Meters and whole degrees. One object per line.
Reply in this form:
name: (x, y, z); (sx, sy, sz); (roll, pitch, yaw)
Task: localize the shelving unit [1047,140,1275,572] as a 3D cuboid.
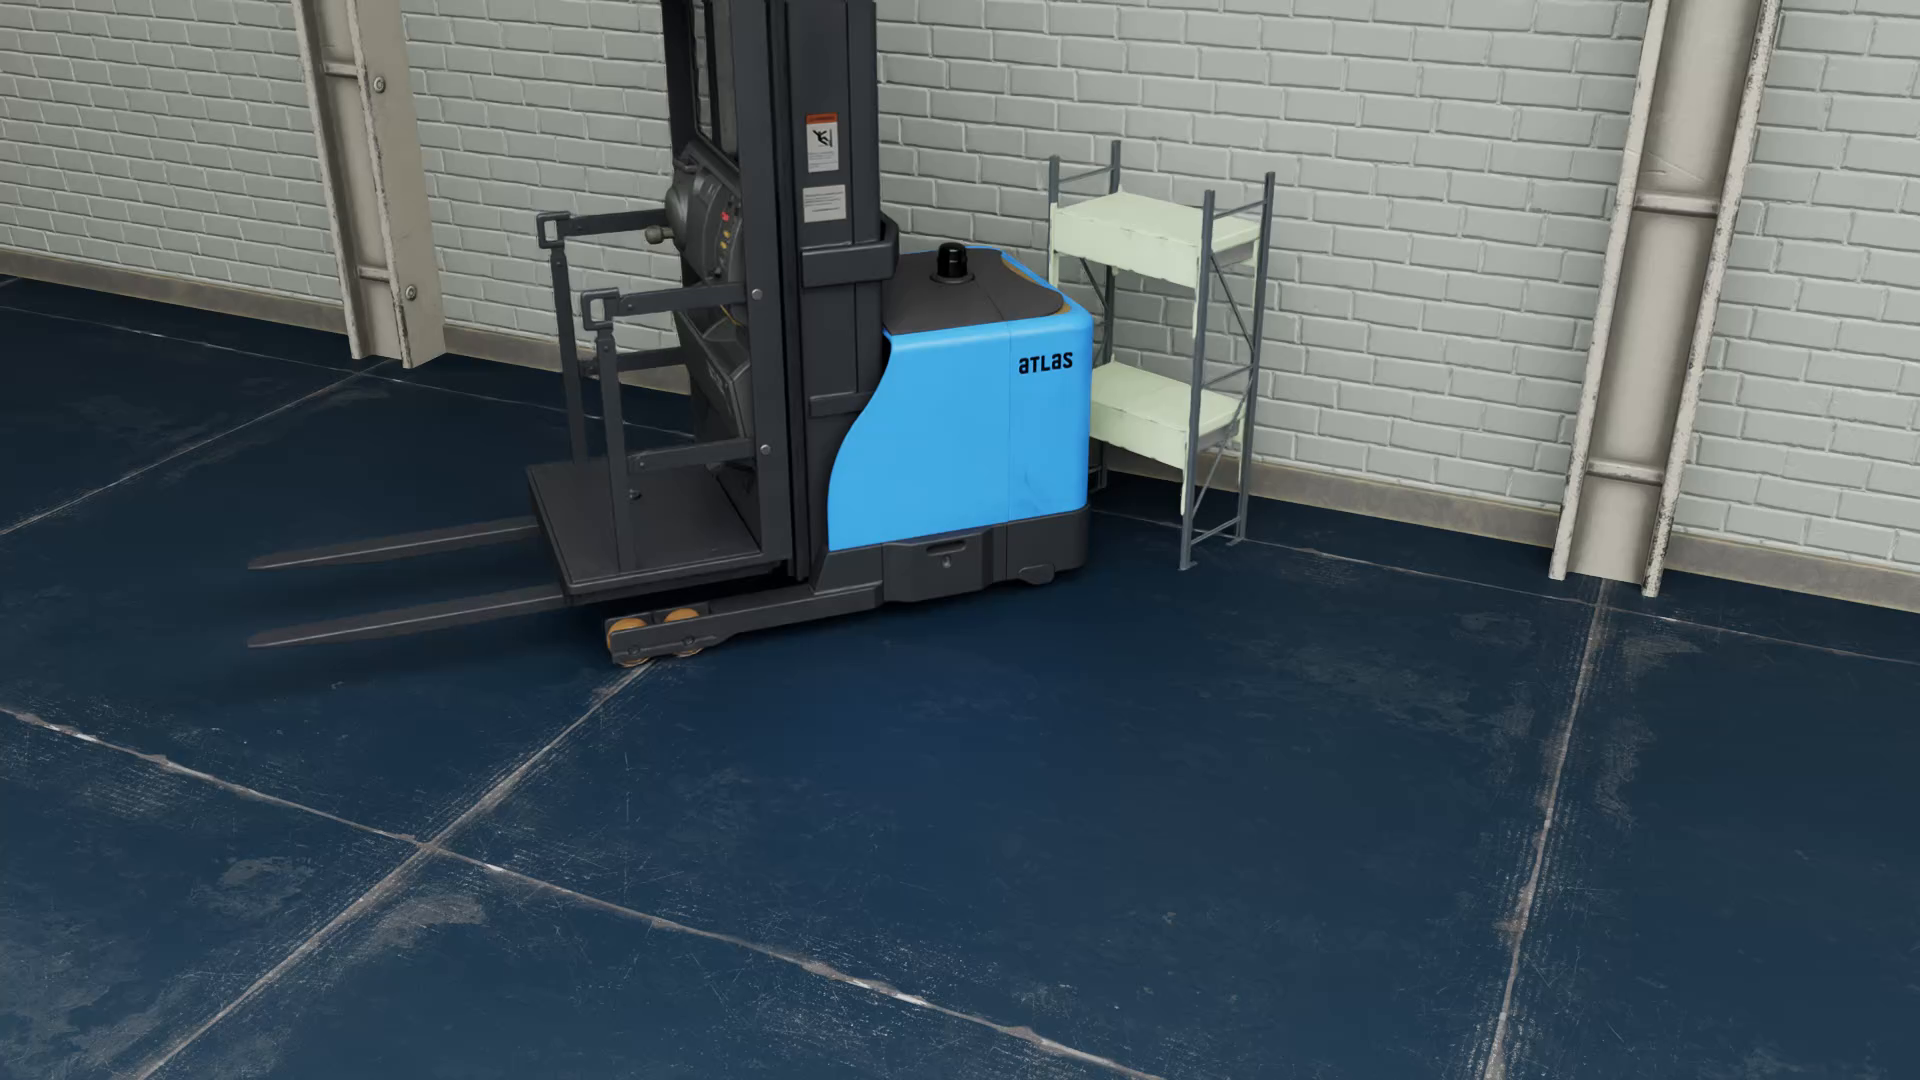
shelving unit: (0.748, -0.729, 6.532); (0.755, 1.500, 0.431); (24, 35, 39)

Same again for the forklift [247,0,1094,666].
forklift: (-1.072, -1.135, 5.737); (3.031, 2.935, 1.130); (-10, 28, -19)

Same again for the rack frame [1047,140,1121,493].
rack frame: (0.487, -0.843, 6.763); (0.023, 1.500, 0.400); (24, 35, 39)

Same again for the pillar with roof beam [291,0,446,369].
pillar with roof beam: (-4.717, -3.283, 3.230); (0.400, 9.000, 9.100); (11, 28, 22)

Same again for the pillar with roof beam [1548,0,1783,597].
pillar with roof beam: (0.745, -2.186, 1.001); (0.400, 9.000, 9.100); (11, 28, 22)

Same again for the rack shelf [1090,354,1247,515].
rack shelf: (0.748, -0.436, 6.676); (0.720, 0.370, 0.431); (24, 35, 39)

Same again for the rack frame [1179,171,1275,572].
rack frame: (1.008, -0.615, 6.301); (0.023, 1.500, 0.400); (24, 35, 39)

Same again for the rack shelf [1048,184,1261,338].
rack shelf: (0.748, -1.079, 6.360); (0.720, 0.370, 0.431); (24, 35, 39)
